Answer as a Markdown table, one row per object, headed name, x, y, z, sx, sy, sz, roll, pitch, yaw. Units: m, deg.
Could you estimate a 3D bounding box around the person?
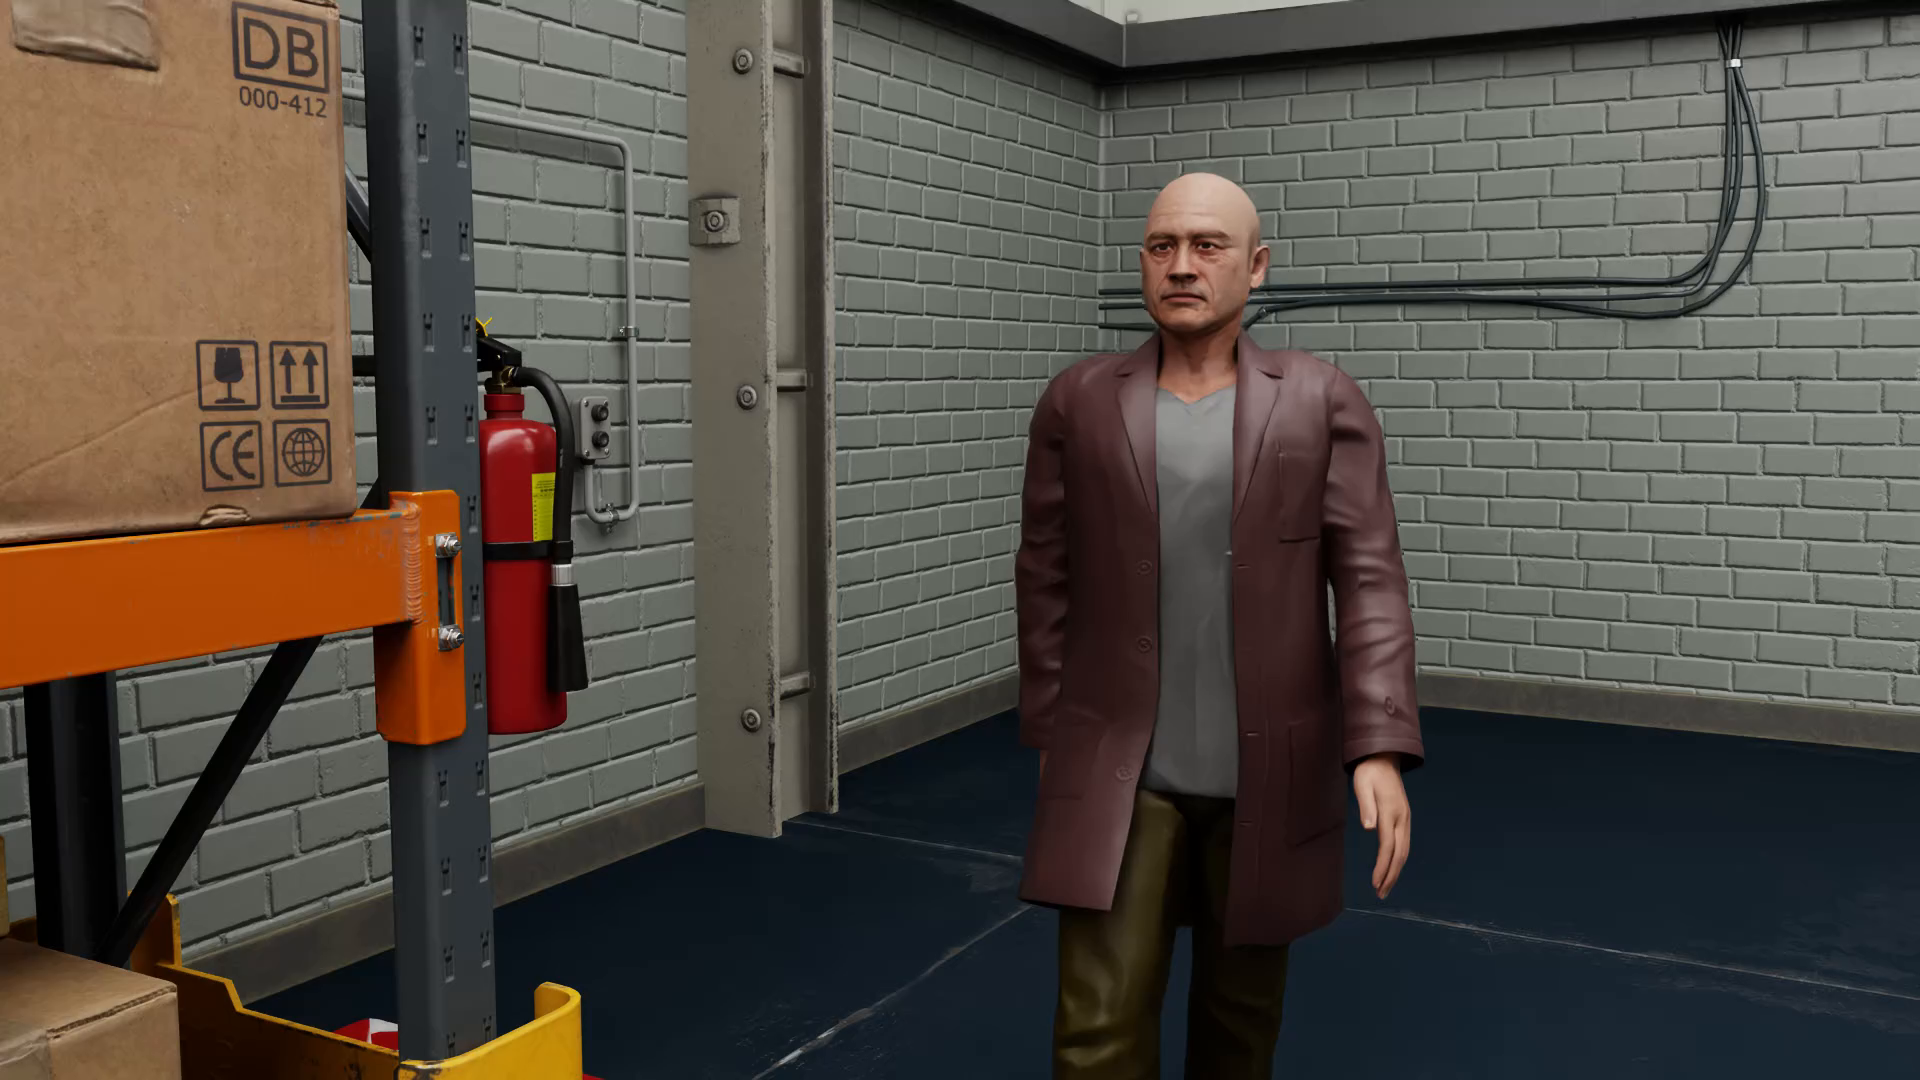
| name | x | y | z | sx | sy | sz | roll | pitch | yaw |
| --- | --- | --- | --- | --- | --- | --- | --- | --- | --- |
| person | 0.356 | 0.377 | 2.428 | 0.602 | 1.819 | 0.831 | 1 | 6 | 8 |
